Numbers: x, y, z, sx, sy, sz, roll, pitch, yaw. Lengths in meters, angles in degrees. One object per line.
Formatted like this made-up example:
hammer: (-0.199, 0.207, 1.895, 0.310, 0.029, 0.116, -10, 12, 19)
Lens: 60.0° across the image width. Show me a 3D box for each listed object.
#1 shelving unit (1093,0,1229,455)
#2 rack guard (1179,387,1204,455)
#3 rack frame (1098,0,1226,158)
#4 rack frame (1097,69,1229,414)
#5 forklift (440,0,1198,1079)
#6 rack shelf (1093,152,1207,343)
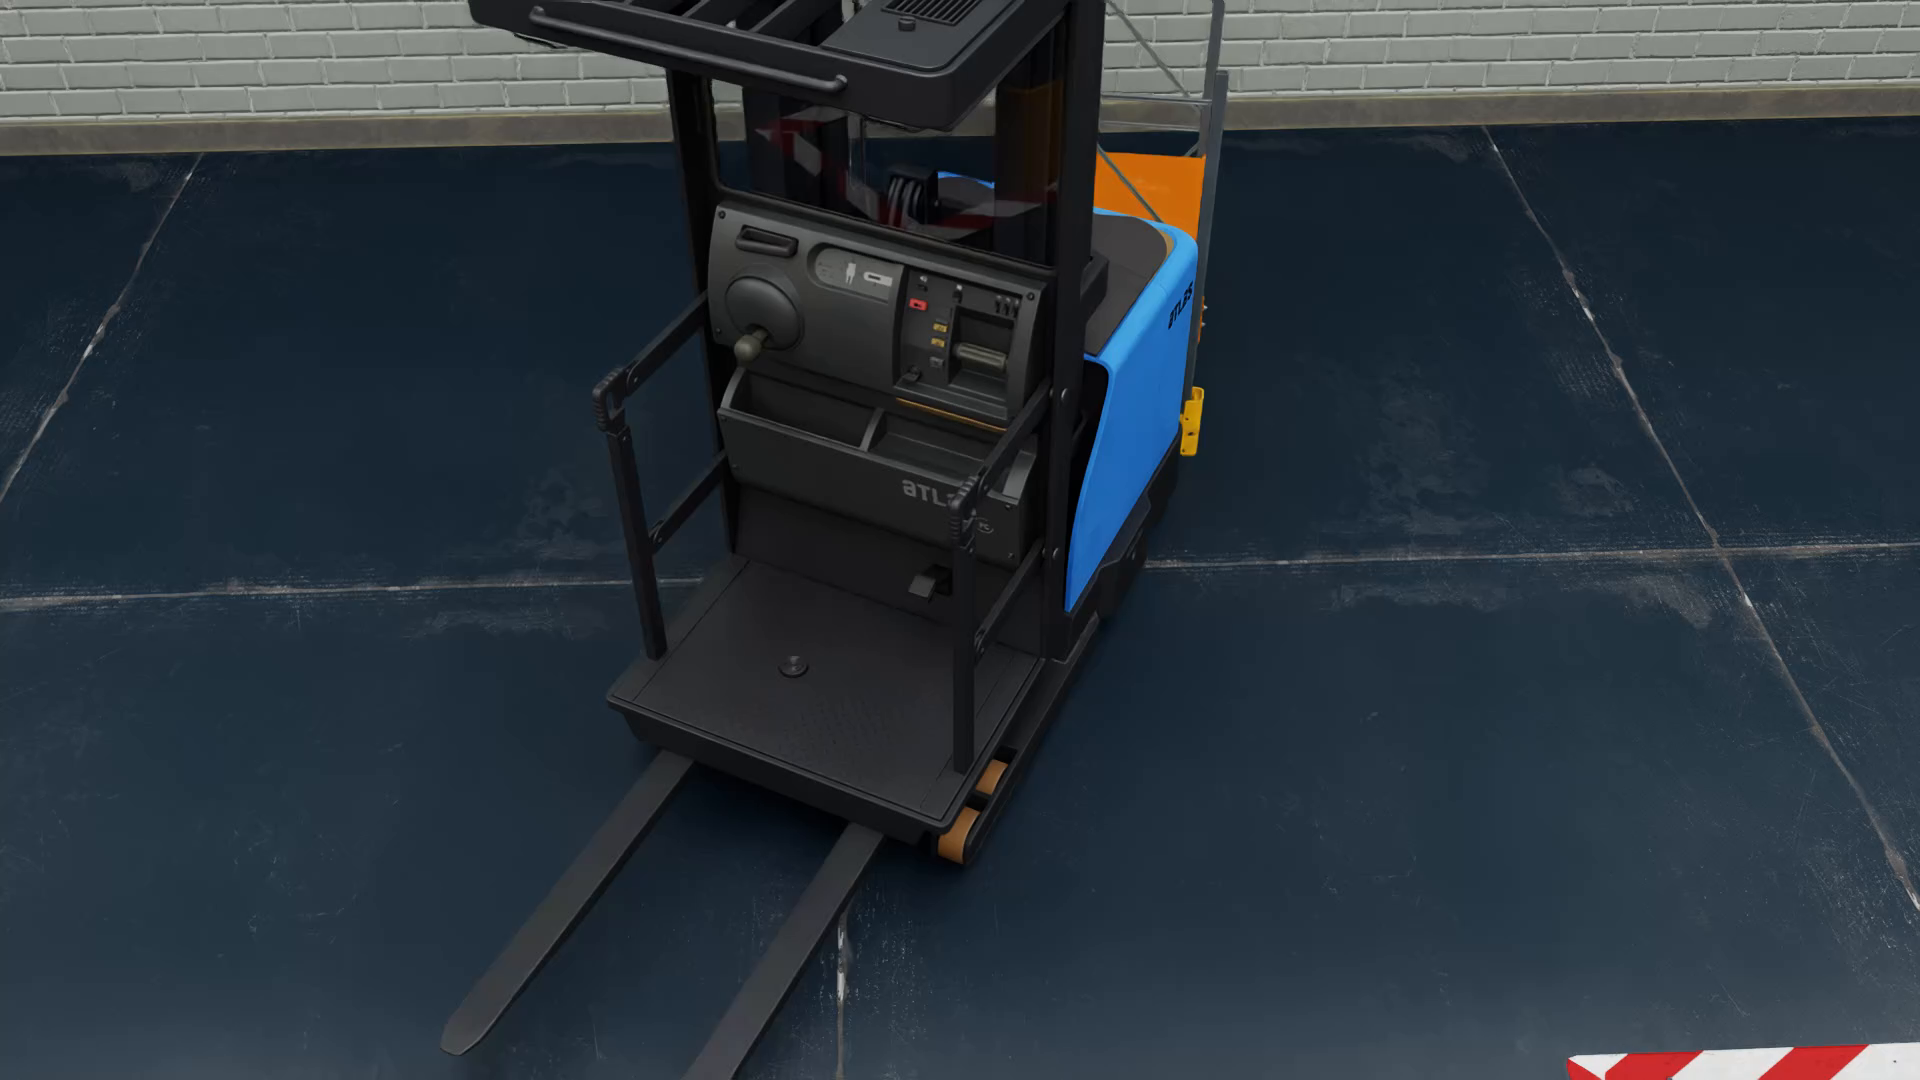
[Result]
shelving unit: (0.644, -1.248, 6.002, 0.587, 1.500, 1.083, 5, 43, 5)
rack guard: (0.580, -0.454, 6.060, 0.587, 0.250, 0.087, 5, 43, 5)
rack frame: (0.709, -1.583, 6.367, 0.500, 1.500, 0.032, 5, 43, 5)
rack frame: (0.577, -0.901, 5.623, 0.500, 1.500, 0.032, 5, 43, 5)
forklift: (-0.324, -0.502, 4.128, 1.130, 2.935, 3.031, 18, 45, 18)
rack shelf: (0.643, -1.109, 6.117, 0.538, 0.185, 1.000, 5, 43, 5)
